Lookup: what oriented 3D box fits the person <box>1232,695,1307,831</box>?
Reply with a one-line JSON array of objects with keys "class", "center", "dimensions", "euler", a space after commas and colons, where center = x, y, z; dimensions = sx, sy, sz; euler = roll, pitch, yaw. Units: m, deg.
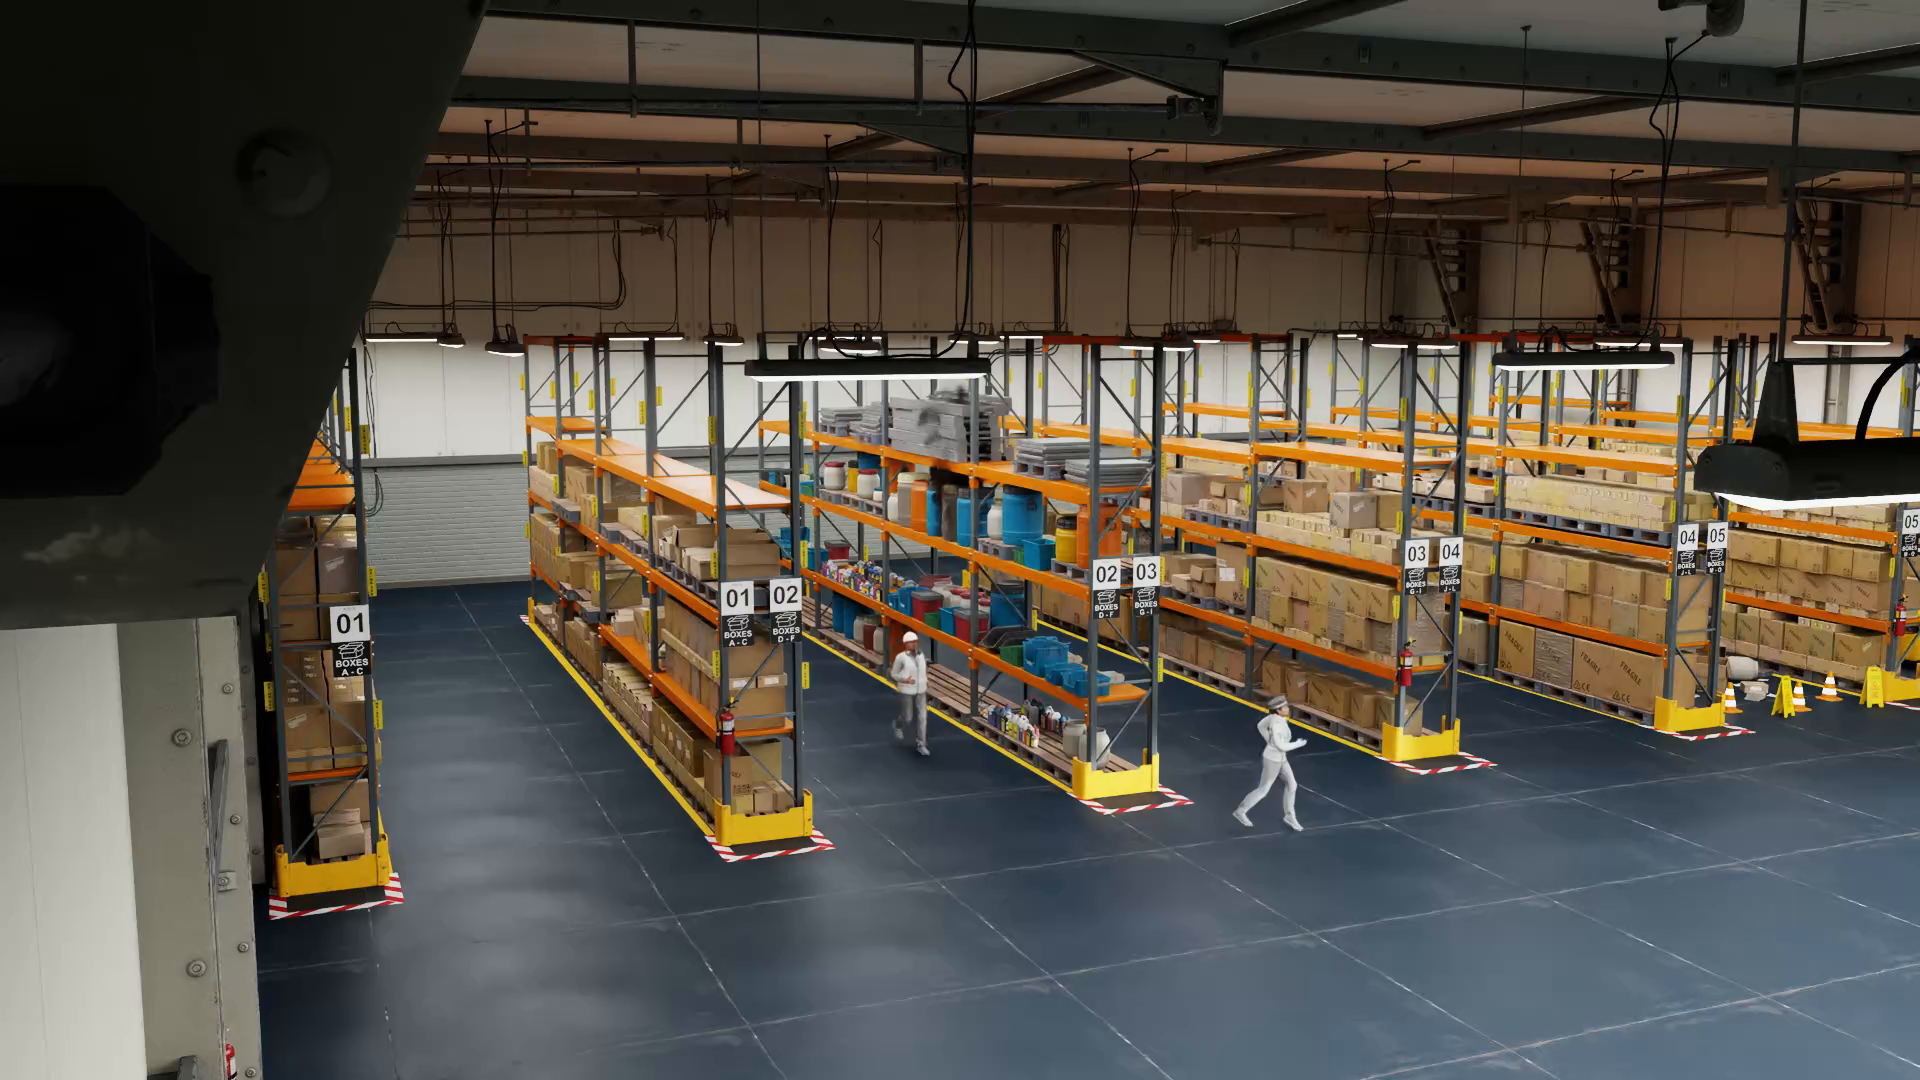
[{"class": "person", "center": [3.847, 2.764, 20.634], "dimensions": [0.882, 1.744, 0.623], "euler": [2, 8, 12]}]

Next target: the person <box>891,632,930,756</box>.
[{"class": "person", "center": [-0.707, 2.218, 24.365], "dimensions": [0.661, 1.769, 0.936], "euler": [-4, 9, -29]}]
